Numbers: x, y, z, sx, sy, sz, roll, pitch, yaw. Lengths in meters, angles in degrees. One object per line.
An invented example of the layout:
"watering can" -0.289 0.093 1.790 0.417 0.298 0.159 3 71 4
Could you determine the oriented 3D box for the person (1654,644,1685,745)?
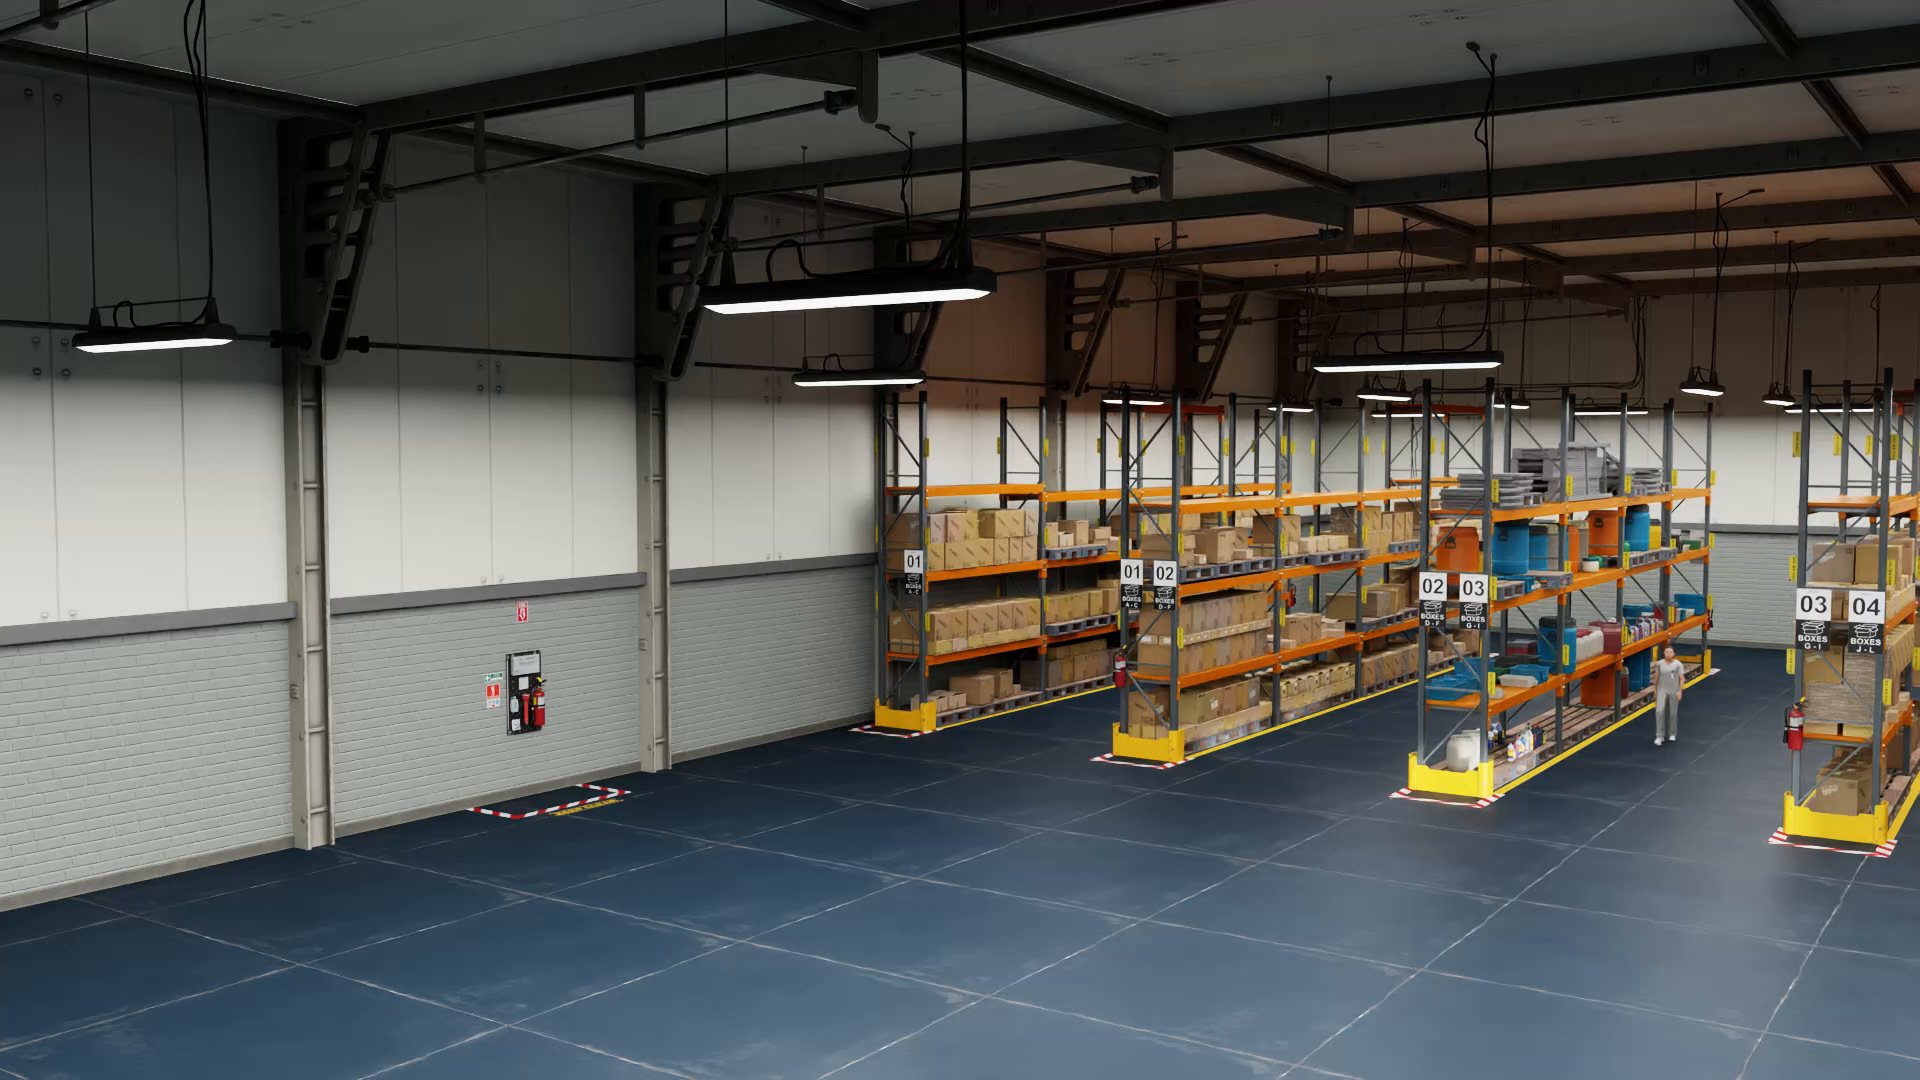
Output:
"person" 11.994 2.598 28.146 0.494 1.662 0.735 2 4 28
